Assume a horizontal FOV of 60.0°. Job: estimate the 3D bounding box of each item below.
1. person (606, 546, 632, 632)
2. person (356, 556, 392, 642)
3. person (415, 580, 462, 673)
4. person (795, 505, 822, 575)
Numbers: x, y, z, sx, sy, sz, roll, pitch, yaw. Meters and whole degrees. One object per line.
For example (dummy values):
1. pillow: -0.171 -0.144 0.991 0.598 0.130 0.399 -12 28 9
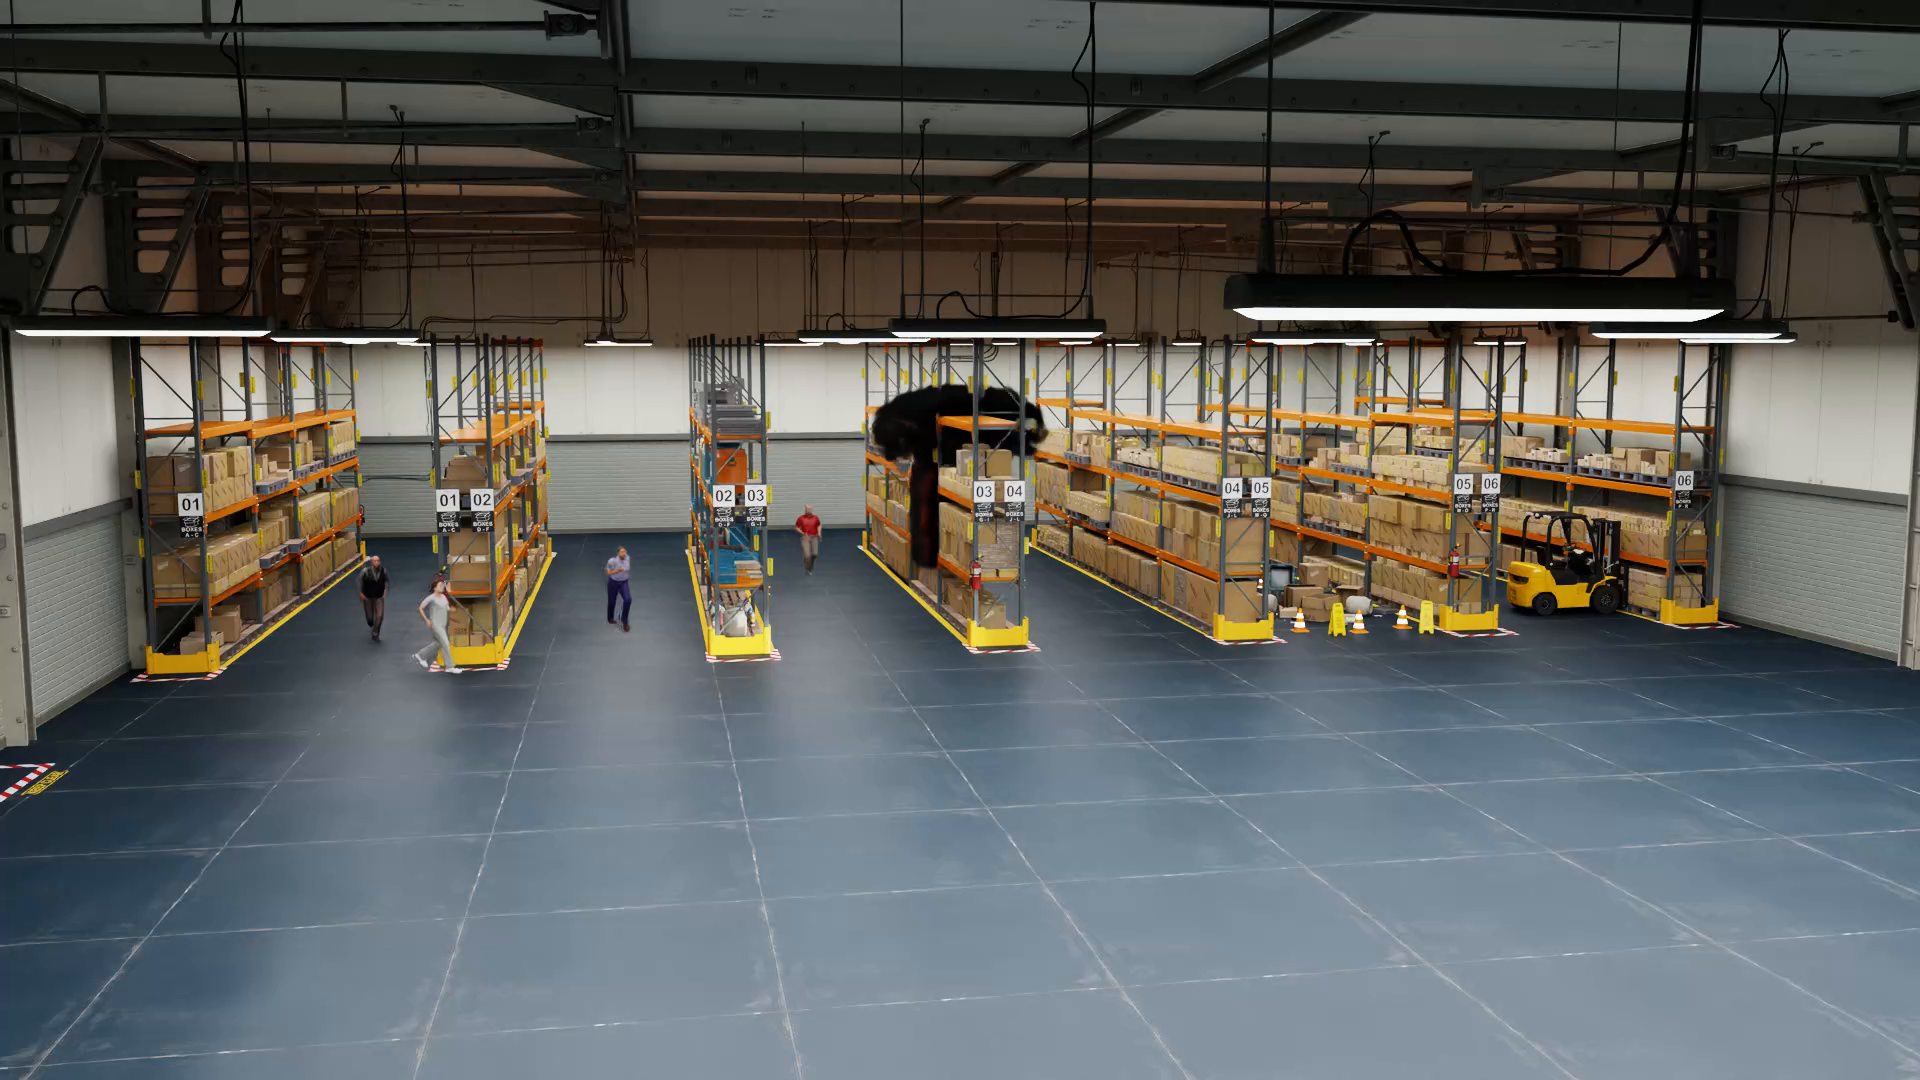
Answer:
1. person: -6.703 0.952 32.645 0.590 1.692 0.866 -4 8 -32
2. person: -11.603 1.146 32.936 0.672 1.701 0.808 -3 7 -27
3. person: -9.252 1.511 29.378 0.943 1.652 0.565 2 7 15
4. person: -3.646 0.000 40.239 0.664 1.689 0.546 -2 7 -19
